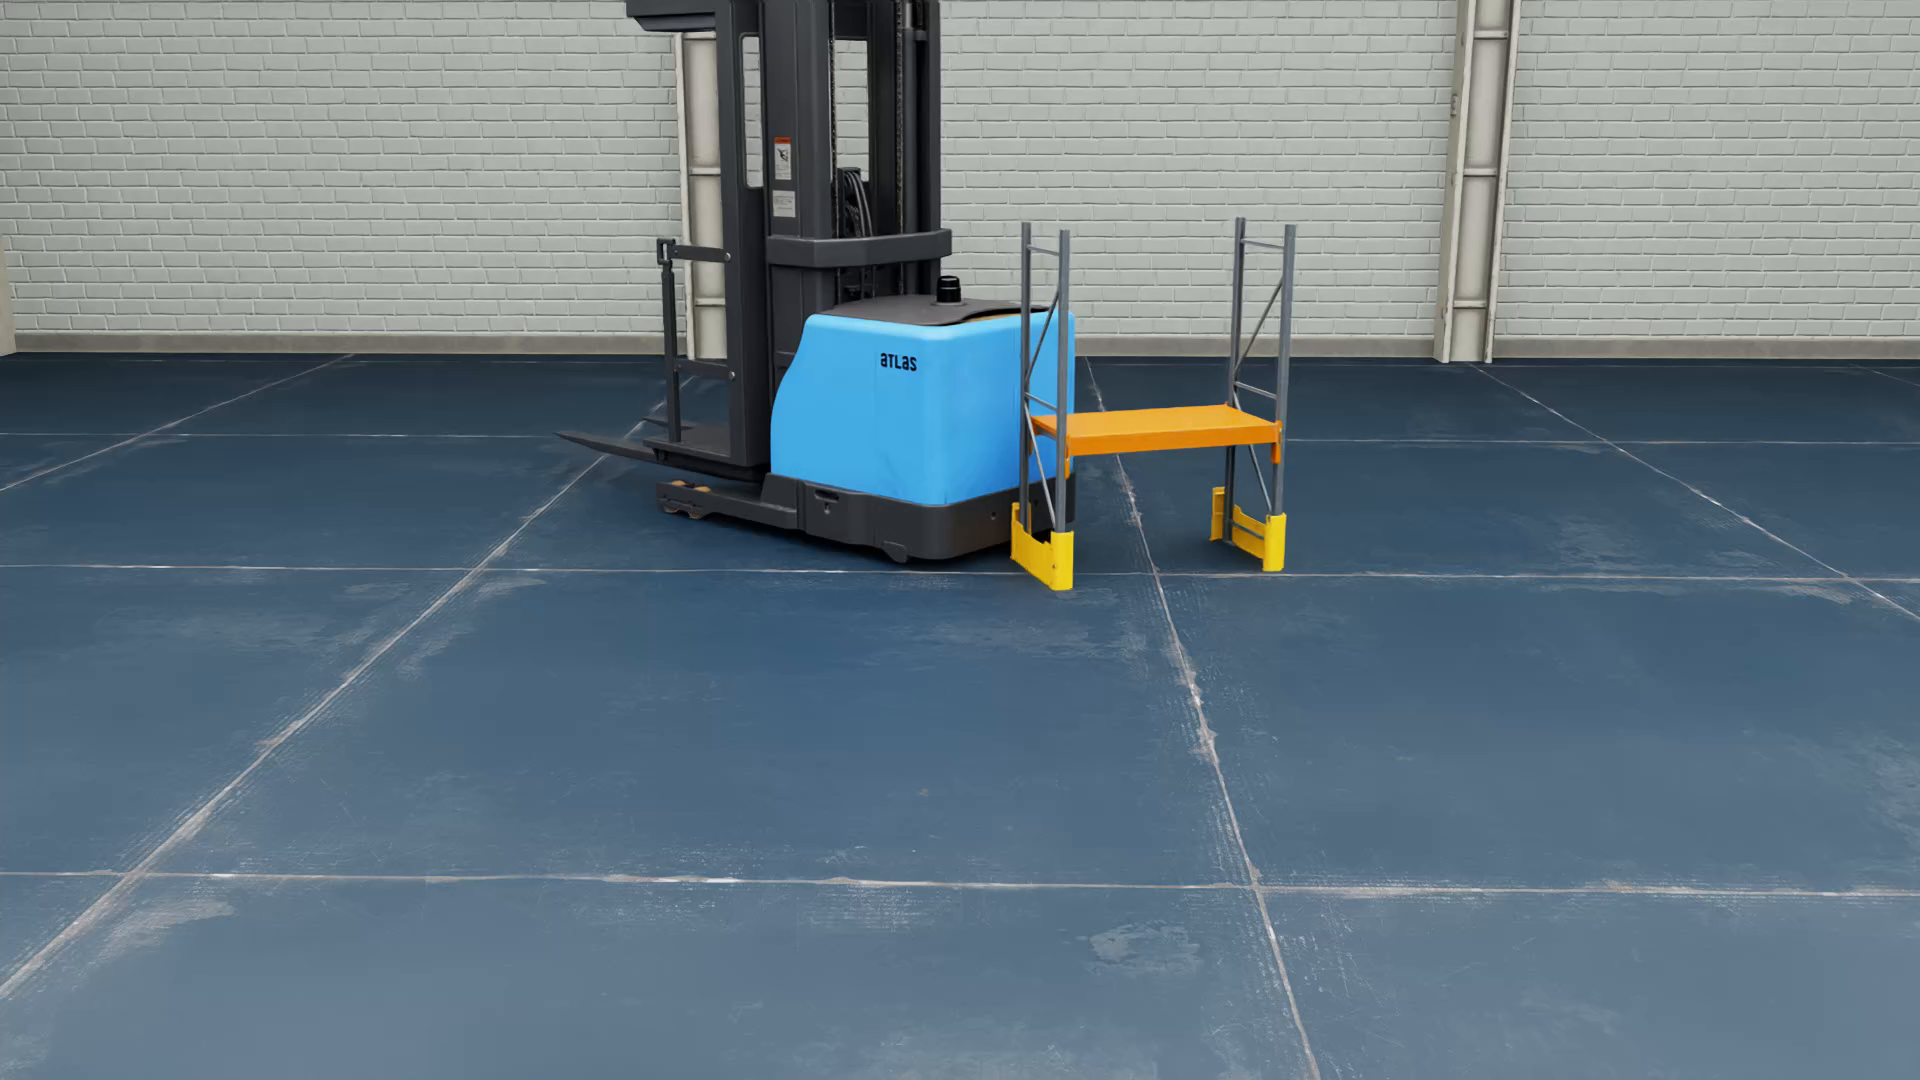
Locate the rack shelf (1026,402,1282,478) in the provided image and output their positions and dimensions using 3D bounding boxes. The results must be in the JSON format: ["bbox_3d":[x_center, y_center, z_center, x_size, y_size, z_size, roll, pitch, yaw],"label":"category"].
[{"bbox_3d":[0.838,-0.447,7.300,1.000,0.185,0.538,-5,15,-17],"label":"rack shelf"}]

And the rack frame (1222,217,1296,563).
[{"bbox_3d":[1.323,-0.660,7.403,0.032,1.500,0.500,-5,15,-17],"label":"rack frame"}]

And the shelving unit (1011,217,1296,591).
[{"bbox_3d":[0.830,-0.620,7.251,1.083,1.500,0.587,-5,15,-17],"label":"shelving unit"}]

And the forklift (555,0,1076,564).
[{"bbox_3d":[-0.890,-1.605,8.179,3.031,2.935,1.130,13,19,40],"label":"forklift"}]

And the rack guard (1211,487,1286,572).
[{"bbox_3d":[1.304,-0.055,7.557,0.087,0.250,0.587,-5,15,-17],"label":"rack guard"}]

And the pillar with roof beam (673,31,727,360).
[{"bbox_3d":[-2.092,-4.734,8.145,0.400,9.000,9.100,0,15,1],"label":"pillar with roof beam"}]

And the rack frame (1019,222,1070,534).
[{"bbox_3d":[0.354,-0.582,7.105,0.032,1.500,0.500,-5,15,-17],"label":"rack frame"}]

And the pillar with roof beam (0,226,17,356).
[{"bbox_3d":[-8.090,-4.773,8.293,0.400,9.000,9.100,0,15,1],"label":"pillar with roof beam"}]

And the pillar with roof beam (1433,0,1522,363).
[{"bbox_3d":[3.906,-4.695,7.996,0.400,9.000,9.100,0,15,1],"label":"pillar with roof beam"}]

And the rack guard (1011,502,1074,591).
[{"bbox_3d":[0.355,0.022,7.265,0.087,0.250,0.587,-5,15,-17],"label":"rack guard"}]
